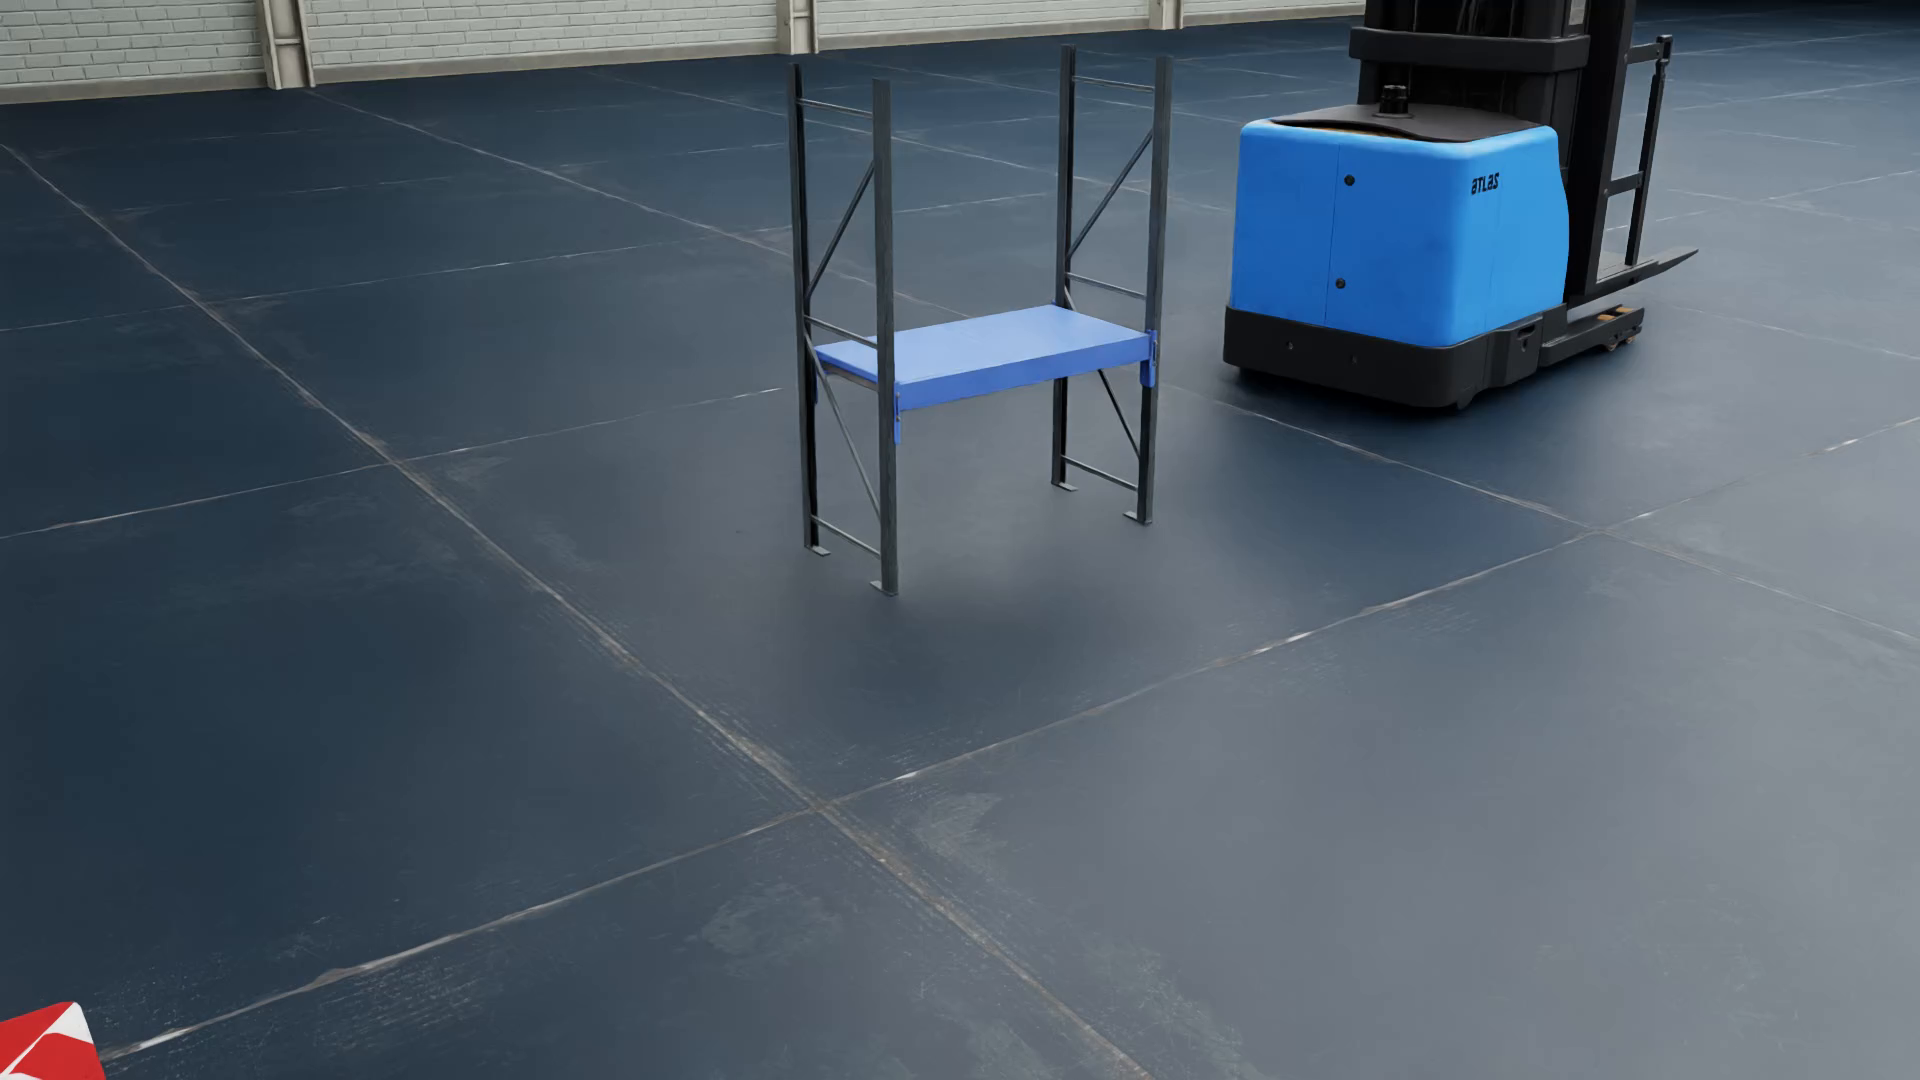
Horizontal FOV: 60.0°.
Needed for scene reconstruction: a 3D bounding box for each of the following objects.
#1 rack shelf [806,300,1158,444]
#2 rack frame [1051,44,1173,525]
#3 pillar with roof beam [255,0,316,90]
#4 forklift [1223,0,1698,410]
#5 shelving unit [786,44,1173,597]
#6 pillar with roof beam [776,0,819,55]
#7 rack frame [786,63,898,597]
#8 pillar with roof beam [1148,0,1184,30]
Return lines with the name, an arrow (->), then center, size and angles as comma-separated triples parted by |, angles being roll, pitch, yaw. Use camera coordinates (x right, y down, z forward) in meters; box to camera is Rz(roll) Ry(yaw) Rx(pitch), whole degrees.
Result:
rack shelf -> 0.069, -0.548, 5.231 | 1.000, 0.185, 0.538 | -15, 26, -33
rack frame -> 0.482, -0.825, 5.440 | 0.032, 1.500, 0.500 | -15, 26, -33
pillar with roof beam -> -4.325, -7.522, 12.105 | 0.400, 9.000, 9.100 | -15, 26, -33
forklift -> 2.510, -2.334, 7.290 | 1.130, 2.935, 3.031 | 20, 29, 40
shelving unit -> 0.069, -0.715, 5.165 | 1.048, 1.500, 0.538 | -15, 26, -33
pillar with roof beam -> 0.545, -8.821, 15.360 | 0.400, 9.000, 9.100 | -15, 26, -33
rack frame -> -0.343, -0.605, 4.889 | 0.032, 1.500, 0.500 | -15, 26, -33
pillar with roof beam -> 5.416, -10.119, 18.614 | 0.400, 9.000, 9.100 | -15, 26, -33
